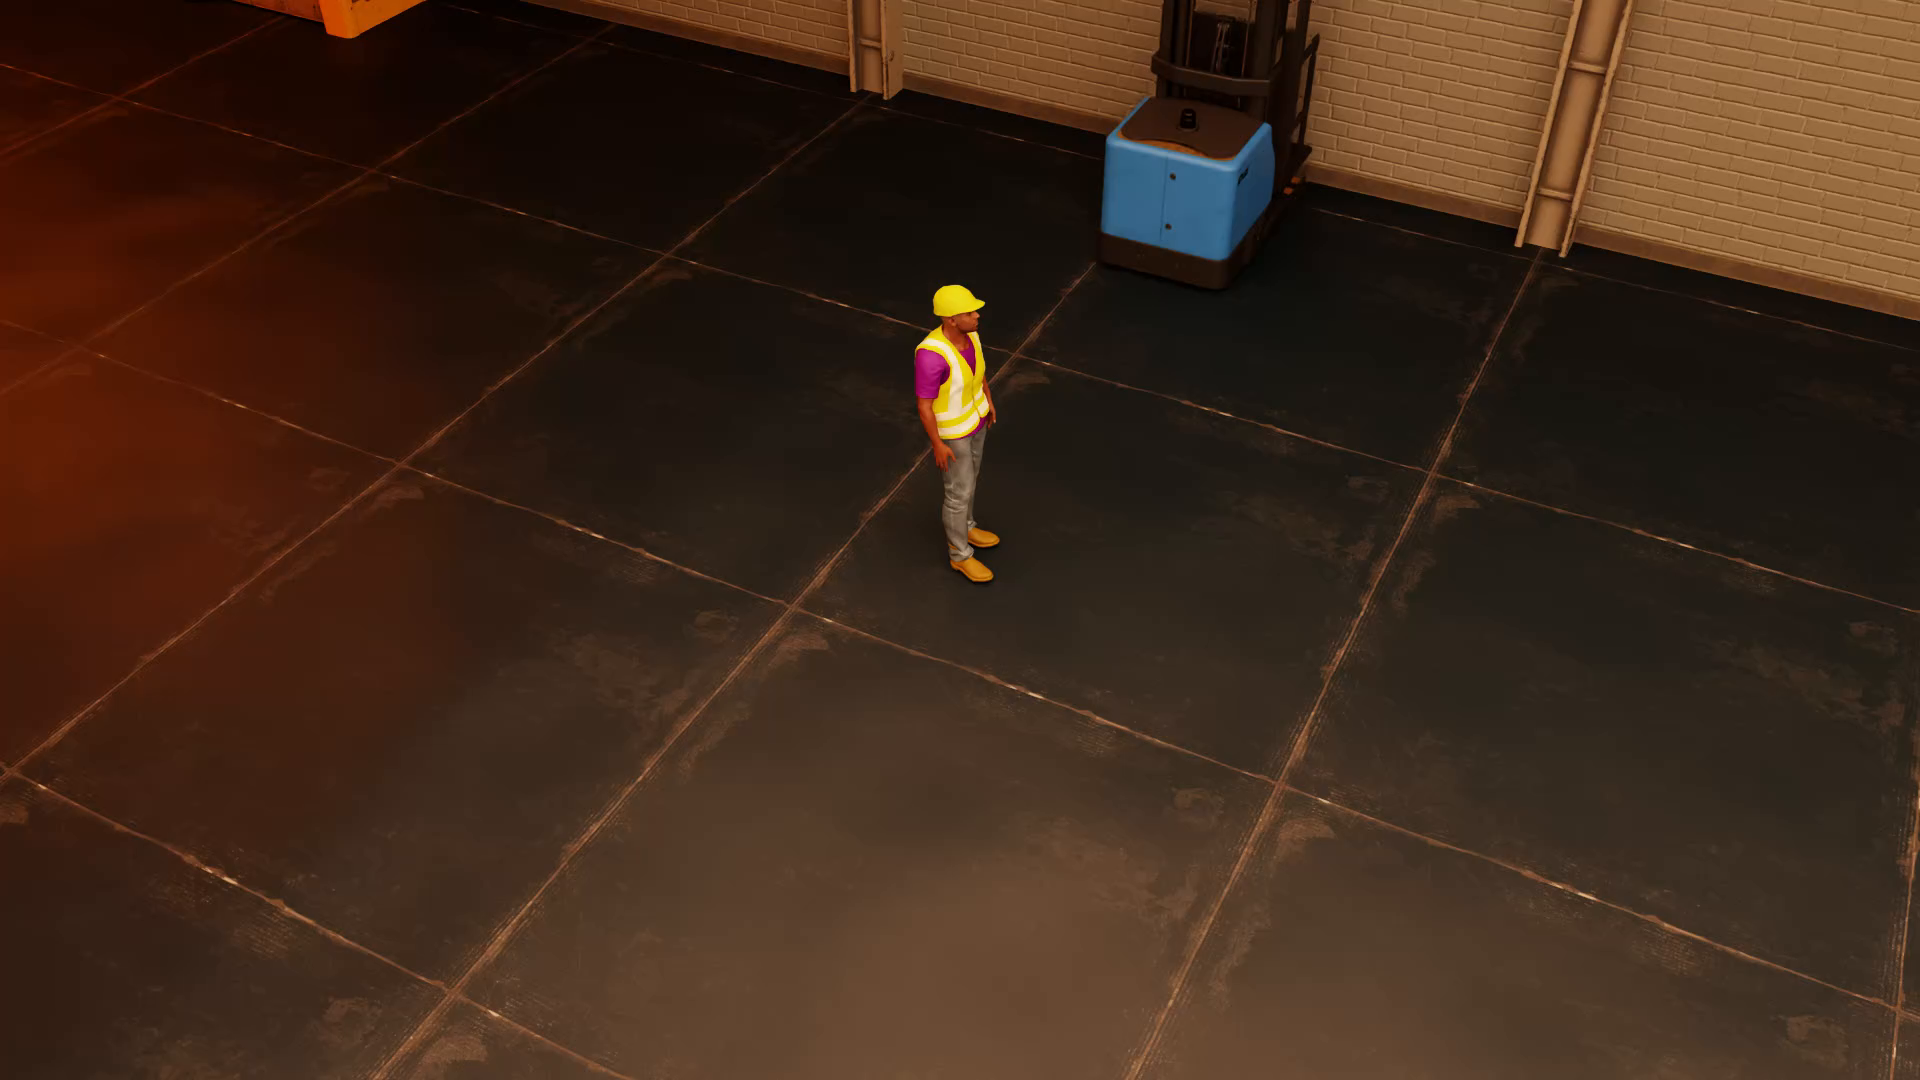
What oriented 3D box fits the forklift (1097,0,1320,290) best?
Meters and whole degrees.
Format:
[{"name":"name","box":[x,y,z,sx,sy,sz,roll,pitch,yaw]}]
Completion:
[{"name":"forklift","box":[2.165,-3.925,12.647,1.130,2.935,3.031,18,43,20]}]

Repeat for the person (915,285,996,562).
[{"name":"person","box":[-0.010,-0.703,9.668,0.418,1.709,0.665,18,43,21]}]
